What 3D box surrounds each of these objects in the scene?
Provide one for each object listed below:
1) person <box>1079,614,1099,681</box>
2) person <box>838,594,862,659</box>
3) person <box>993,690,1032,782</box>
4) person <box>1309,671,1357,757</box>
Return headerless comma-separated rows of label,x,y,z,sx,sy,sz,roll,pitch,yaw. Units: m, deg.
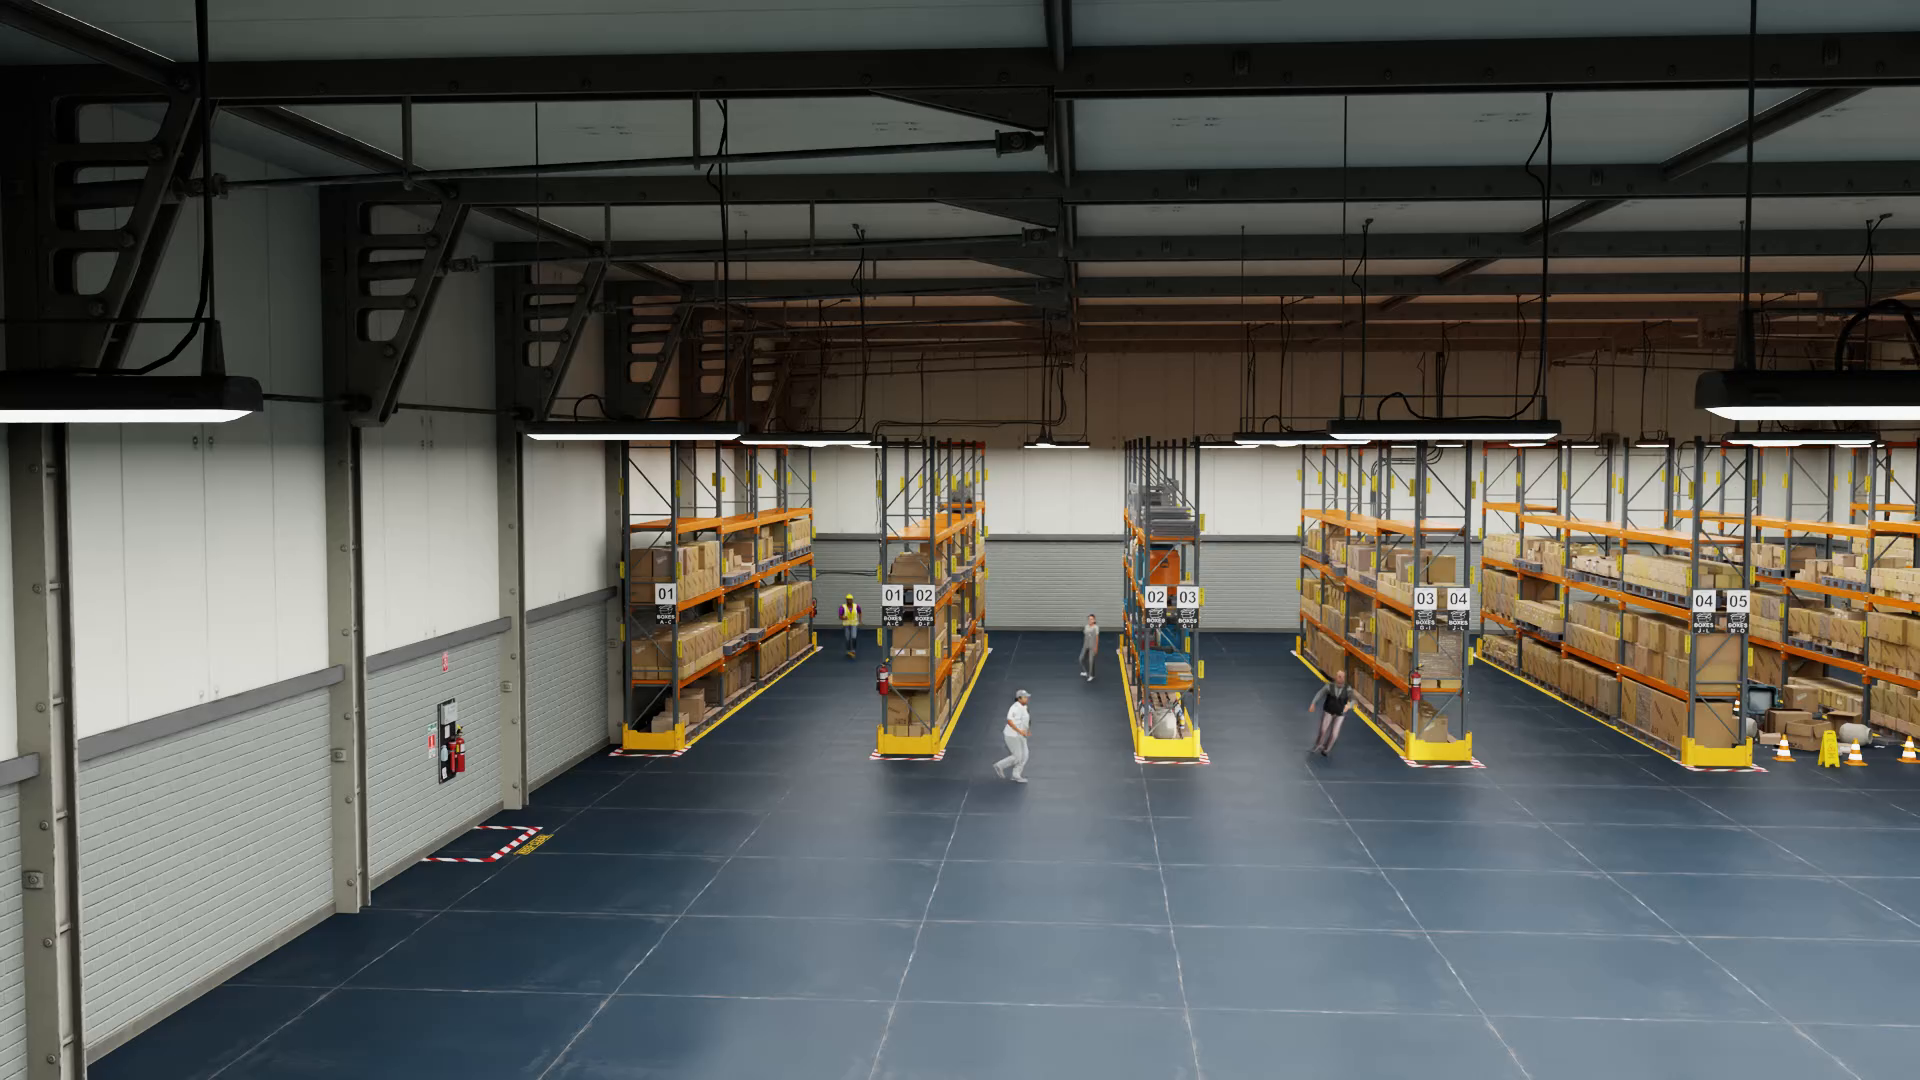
person,3.248,2.682,41.506,0.579,1.695,0.465,2,4,39
person,-3.032,2.390,45.946,0.662,1.786,0.809,0,3,-4
person,0.925,3.390,28.803,0.652,1.613,0.608,1,3,23
person,6.985,3.258,31.077,0.847,1.622,0.614,0,3,2
